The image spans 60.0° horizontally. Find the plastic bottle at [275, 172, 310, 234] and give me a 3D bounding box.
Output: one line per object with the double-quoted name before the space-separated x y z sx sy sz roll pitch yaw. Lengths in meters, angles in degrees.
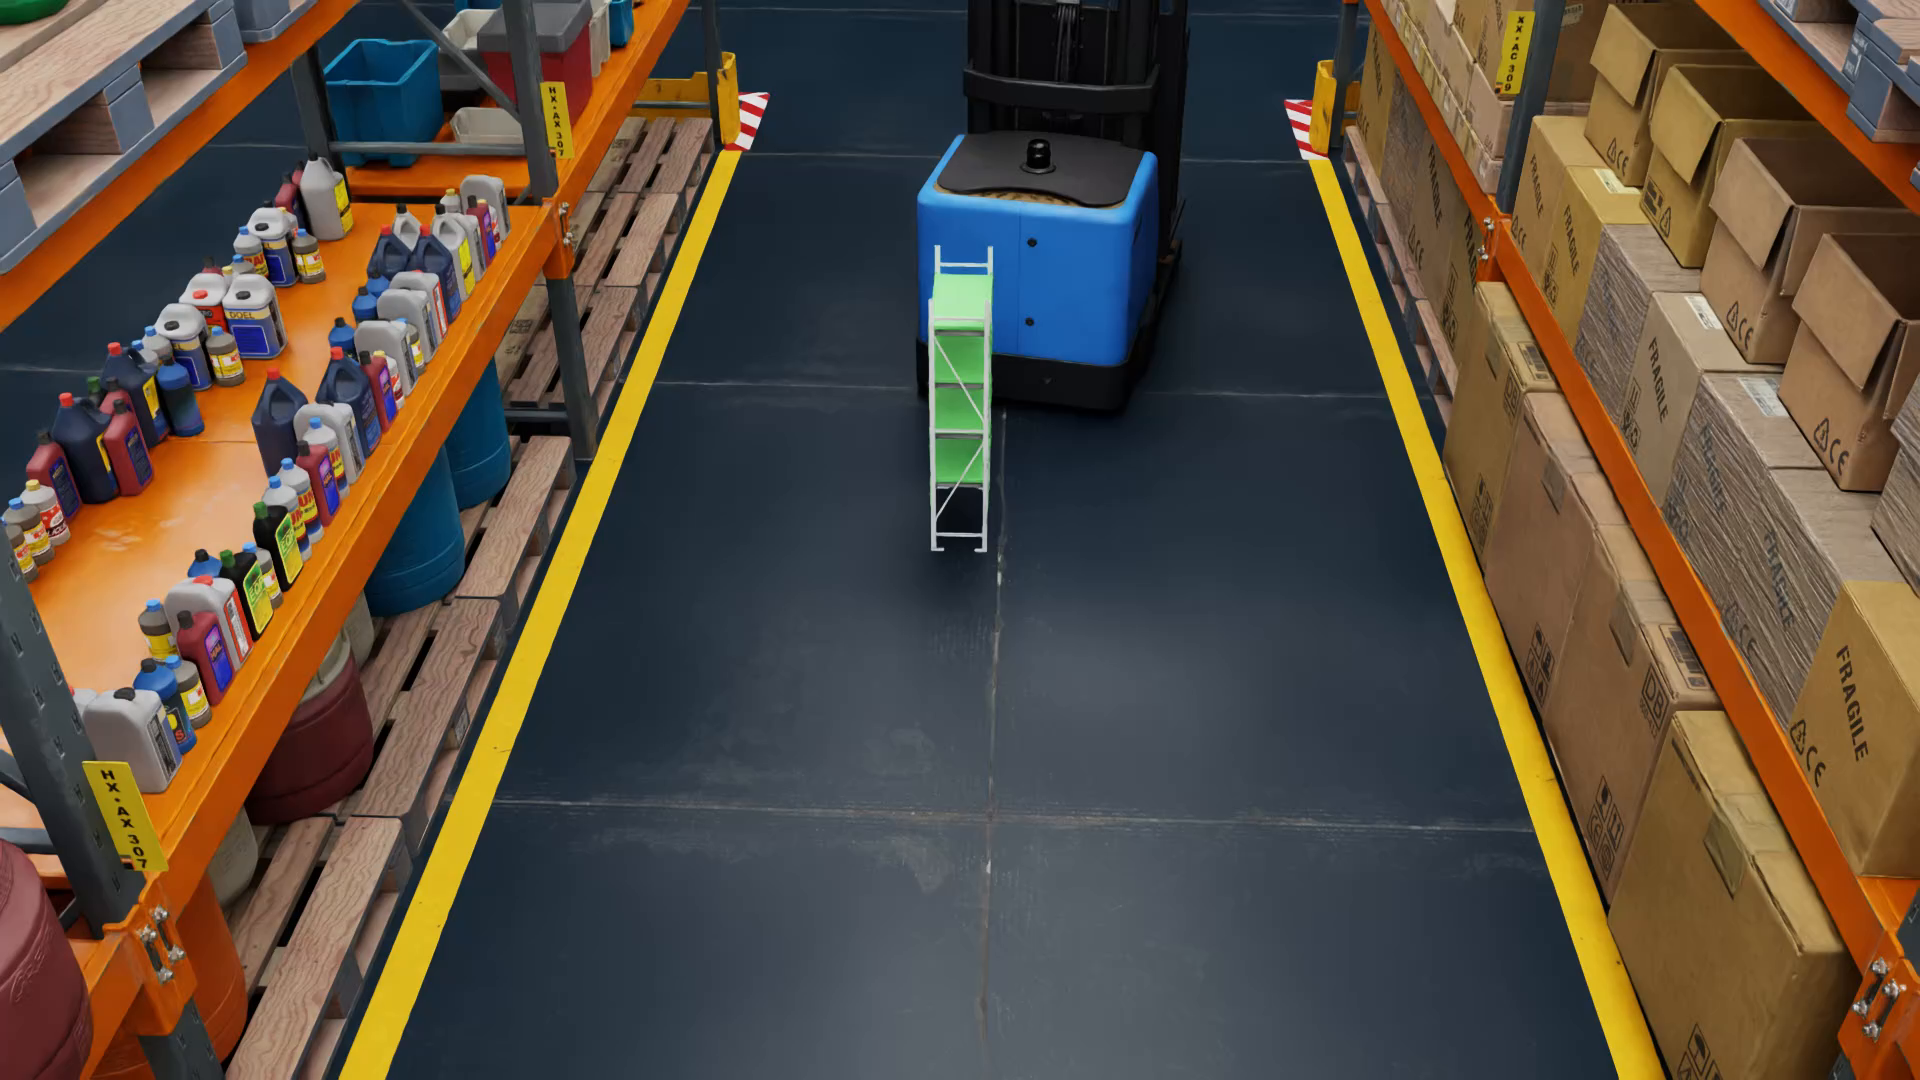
"plastic bottle" -2.658 -1.308 6.604 0.061 0.283 0.133 1 35 2

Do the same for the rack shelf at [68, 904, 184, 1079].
"rack shelf" -2.452 2.109 2.267 1.077 0.370 4.000 1 35 2

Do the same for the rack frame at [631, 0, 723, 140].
"rack frame" -2.051 -3.931 10.235 1.000 3.000 0.127 1 35 2

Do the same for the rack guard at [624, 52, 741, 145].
"rack guard" -2.063 -2.923 10.974 1.175 0.500 0.348 1 35 2

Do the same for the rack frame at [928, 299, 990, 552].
"rack frame" -0.003 -0.446 6.841 0.240 1.200 0.015 1 35 2

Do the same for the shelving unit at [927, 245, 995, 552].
"shelving unit" 0.007 -0.586 7.040 0.258 1.200 0.503 1 35 2

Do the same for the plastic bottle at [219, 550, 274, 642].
"plastic bottle" -1.962 0.130 4.558 0.061 0.283 0.133 1 35 2

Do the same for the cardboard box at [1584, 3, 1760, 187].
"cardboard box" 2.720 -1.603 5.962 0.797 0.503 0.637 0 35 1

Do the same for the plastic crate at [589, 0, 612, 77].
"plastic crate" -1.966 -2.482 8.224 0.437 0.282 0.530 1 35 2

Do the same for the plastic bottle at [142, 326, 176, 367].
"plastic bottle" -2.689 -0.592 5.596 0.097 0.271 0.097 0 35 0

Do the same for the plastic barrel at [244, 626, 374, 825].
"plastic barrel" -2.324 0.550 5.591 0.600 0.588 0.708 1 35 2

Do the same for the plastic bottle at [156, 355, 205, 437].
"plastic bottle" -2.553 -0.477 5.432 0.097 0.271 0.097 0 35 0

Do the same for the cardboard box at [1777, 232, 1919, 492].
"cardboard box" 2.651 -0.466 4.345 0.797 0.503 0.637 2 35 3

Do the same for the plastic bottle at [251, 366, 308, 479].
"plastic bottle" -2.123 -0.370 5.211 0.144 0.351 0.185 1 35 2

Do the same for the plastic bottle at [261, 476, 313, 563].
"plastic bottle" -1.967 -0.064 4.845 0.097 0.271 0.097 0 35 0

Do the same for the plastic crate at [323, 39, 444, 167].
"plastic crate" -2.534 -1.927 7.345 0.392 0.384 0.575 1 35 2

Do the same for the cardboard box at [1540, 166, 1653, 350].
"cardboard box" 2.450 -1.012 5.994 0.500 0.500 0.500 1 35 2

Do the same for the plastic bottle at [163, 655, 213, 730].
"plastic bottle" -1.996 0.383 4.269 0.097 0.201 0.097 0 35 0

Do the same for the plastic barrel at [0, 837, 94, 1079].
"plastic barrel" -2.088 0.883 3.266 0.600 0.536 0.708 1 35 2

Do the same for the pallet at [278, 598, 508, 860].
"pallet" -2.330 0.653 6.137 1.003 0.211 1.213 1 35 2

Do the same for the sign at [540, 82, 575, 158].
"sign" -1.662 -1.732 6.866 0.100 0.325 0.005 1 35 2

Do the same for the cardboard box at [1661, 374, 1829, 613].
"cardboard box" 2.393 -0.135 4.747 0.500 0.500 0.500 0 35 0

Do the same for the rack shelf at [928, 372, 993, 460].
"rack shelf" 0.007 -0.534 7.077 0.258 0.148 0.480 1 35 2

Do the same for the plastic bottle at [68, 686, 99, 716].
"plastic bottle" -2.184 0.471 4.079 0.152 0.276 0.135 1 35 2

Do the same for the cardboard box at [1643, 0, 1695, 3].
"cardboard box" 3.012 -2.155 6.927 0.500 0.500 0.500 1 35 2

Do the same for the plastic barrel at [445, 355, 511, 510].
"plastic barrel" -2.250 -0.634 7.003 0.600 0.901 0.708 1 35 2

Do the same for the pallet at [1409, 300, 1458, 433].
"pallet" 2.846 -0.813 8.223 1.003 0.211 1.213 1 35 2

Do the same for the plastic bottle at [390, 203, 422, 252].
"plastic bottle" -2.065 -1.080 6.222 0.144 0.351 0.185 1 35 2

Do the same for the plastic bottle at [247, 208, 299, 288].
"plastic bottle" -2.625 -1.115 6.336 0.152 0.276 0.135 1 35 2

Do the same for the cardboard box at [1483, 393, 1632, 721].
"cardboard box" 2.697 0.060 6.038 1.225 0.875 0.875 0 35 0

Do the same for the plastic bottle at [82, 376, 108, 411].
"plastic bottle" -2.723 -0.369 5.268 0.061 0.283 0.133 1 35 2

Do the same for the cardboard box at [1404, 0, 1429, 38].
"cardboard box" 2.555 -2.720 8.384 0.500 0.250 0.500 1 35 1

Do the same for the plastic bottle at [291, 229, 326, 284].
"plastic bottle" -2.500 -1.092 6.368 0.097 0.201 0.097 0 35 0

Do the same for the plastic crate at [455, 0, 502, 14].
"plastic crate" -2.455 -2.824 8.753 0.416 0.233 0.300 1 35 2

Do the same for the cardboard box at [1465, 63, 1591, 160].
"cardboard box" 2.493 -1.839 7.129 0.500 0.250 0.500 1 35 1

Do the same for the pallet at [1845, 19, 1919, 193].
"pallet" 2.550 -0.742 3.252 1.213 0.211 1.003 3 35 4

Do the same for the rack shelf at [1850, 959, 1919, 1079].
"rack shelf" 2.496 2.223 2.104 1.077 0.370 4.000 1 35 2

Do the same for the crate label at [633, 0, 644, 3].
"crate label" -1.916 -3.048 9.156 0.396 0.136 0.243 1 35 2

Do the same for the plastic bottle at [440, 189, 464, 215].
"plastic bottle" -2.030 -1.310 6.678 0.097 0.201 0.097 0 35 0

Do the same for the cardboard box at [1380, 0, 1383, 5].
"cardboard box" 2.526 -3.073 9.233 0.380 0.149 0.250 1 35 1

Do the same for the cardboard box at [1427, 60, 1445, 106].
"cardboard box" 2.463 -2.190 7.976 0.380 0.149 0.250 2 35 3

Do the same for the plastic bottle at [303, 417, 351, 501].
"plastic bottle" -1.953 -0.253 5.113 0.097 0.271 0.097 0 35 0

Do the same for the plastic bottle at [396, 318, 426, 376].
"plastic bottle" -1.922 -0.674 5.773 0.097 0.201 0.097 0 35 0

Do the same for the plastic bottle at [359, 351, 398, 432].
"plastic bottle" -1.918 -0.507 5.464 0.061 0.283 0.133 1 35 2

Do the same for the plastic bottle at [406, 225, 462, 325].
"plastic bottle" -1.929 -0.971 6.066 0.144 0.351 0.185 1 35 2

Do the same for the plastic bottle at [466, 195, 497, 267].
"plastic bottle" -1.868 -1.217 6.475 0.061 0.283 0.133 1 35 2

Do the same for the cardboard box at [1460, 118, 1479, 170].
"cardboard box" 2.432 -1.747 7.345 0.380 0.149 0.250 2 35 3

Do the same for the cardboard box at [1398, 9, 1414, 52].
"cardboard box" 2.494 -2.634 8.607 0.380 0.149 0.250 0 35 1

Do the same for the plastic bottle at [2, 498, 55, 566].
"plastic bottle" -2.727 -0.030 4.857 0.097 0.201 0.097 0 35 0

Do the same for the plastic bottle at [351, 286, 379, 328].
"plastic bottle" -2.070 -0.762 5.837 0.097 0.271 0.097 0 35 0

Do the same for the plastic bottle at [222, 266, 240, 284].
"plastic bottle" -2.665 -0.907 6.104 0.097 0.201 0.097 0 35 0

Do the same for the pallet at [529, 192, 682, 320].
"pallet" -2.174 -1.618 9.369 1.003 0.211 1.213 1 35 2

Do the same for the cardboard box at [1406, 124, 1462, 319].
"cardboard box" 2.880 -1.716 8.565 0.875 0.875 0.875 1 35 2

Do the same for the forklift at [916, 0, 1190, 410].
"forklift" 0.638 -2.669 8.499 1.130 2.935 3.031 8 36 11
